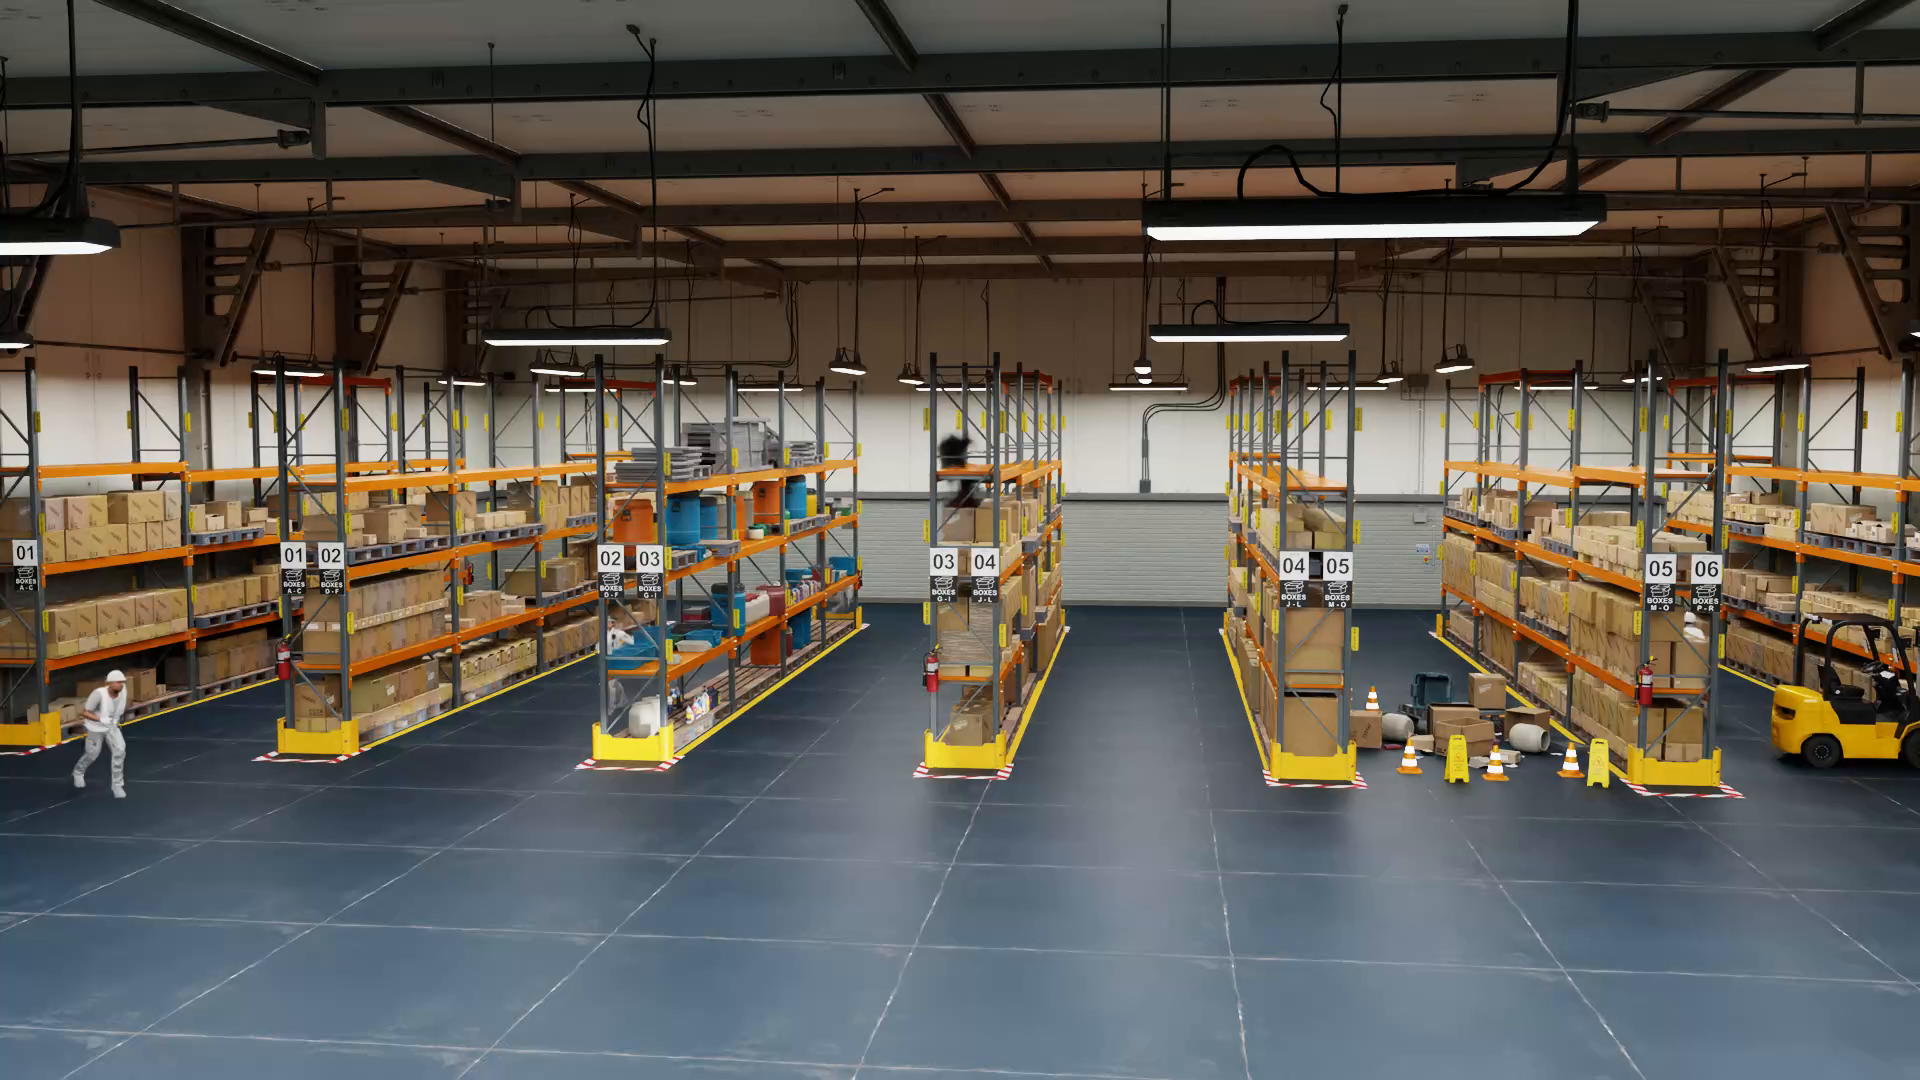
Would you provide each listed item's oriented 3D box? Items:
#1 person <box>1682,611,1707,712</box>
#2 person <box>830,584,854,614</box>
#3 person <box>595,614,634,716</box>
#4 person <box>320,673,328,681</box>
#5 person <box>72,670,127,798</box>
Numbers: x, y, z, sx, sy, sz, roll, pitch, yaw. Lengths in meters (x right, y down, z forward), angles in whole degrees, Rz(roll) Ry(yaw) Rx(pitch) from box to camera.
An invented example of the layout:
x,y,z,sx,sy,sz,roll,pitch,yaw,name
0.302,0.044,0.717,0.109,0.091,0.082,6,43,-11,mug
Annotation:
x,y,z,sx,sy,sz,roll,pitch,yaw,name
12.564,2.118,28.614,0.650,1.747,0.976,0,4,-2,person
-3.007,1.298,41.860,0.621,1.513,0.593,3,5,34,person
-5.972,2.133,28.669,0.602,1.739,0.768,2,5,28,person
-12.213,1.939,31.967,0.653,1.613,0.792,-1,4,-17,person
-11.584,2.593,22.389,1.041,1.734,0.721,2,4,25,person
